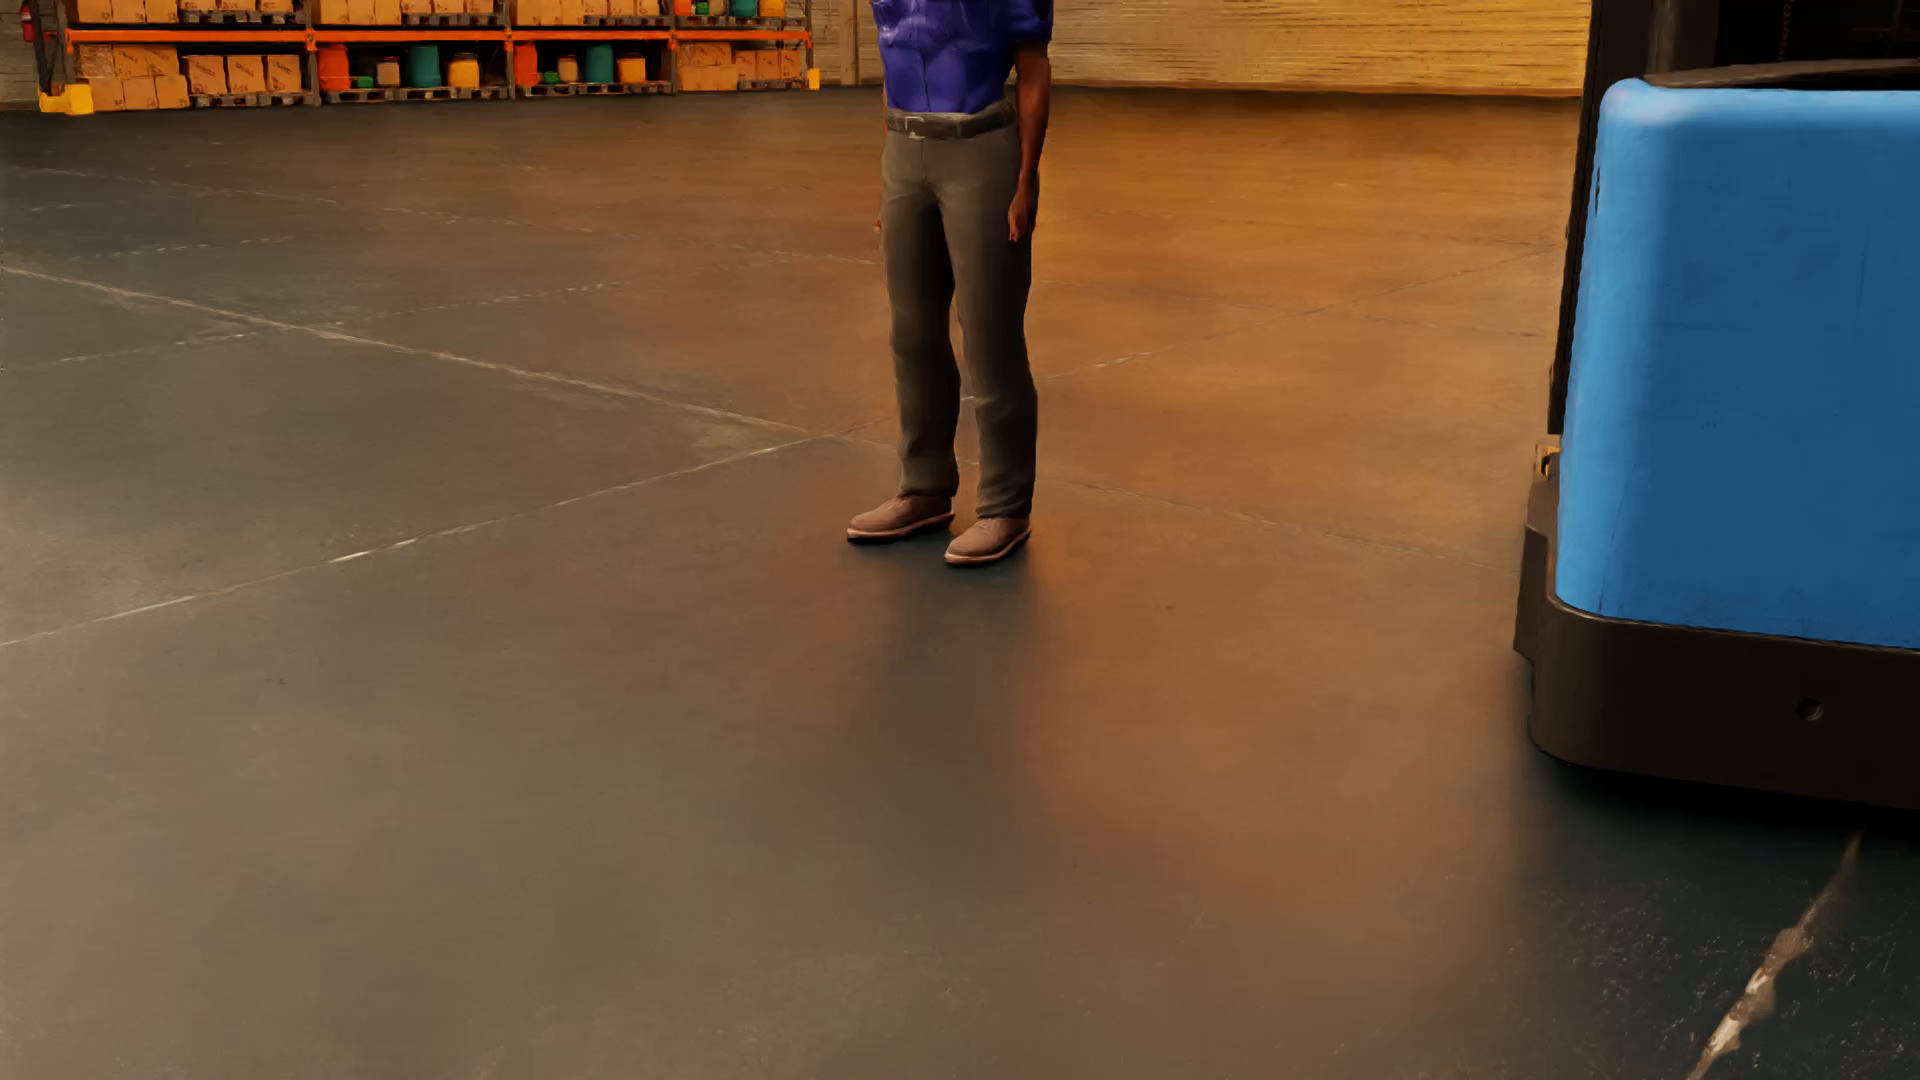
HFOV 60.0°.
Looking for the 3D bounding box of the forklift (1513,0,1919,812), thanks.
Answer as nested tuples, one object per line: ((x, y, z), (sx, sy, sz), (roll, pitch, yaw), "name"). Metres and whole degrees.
((1.881, -1.356, 3.364), (1.130, 2.935, 3.031), (6, 18, 19), "forklift")

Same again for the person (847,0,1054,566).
((-0.020, -0.788, 3.688), (0.446, 1.662, 0.320), (13, 21, 37), "person")
